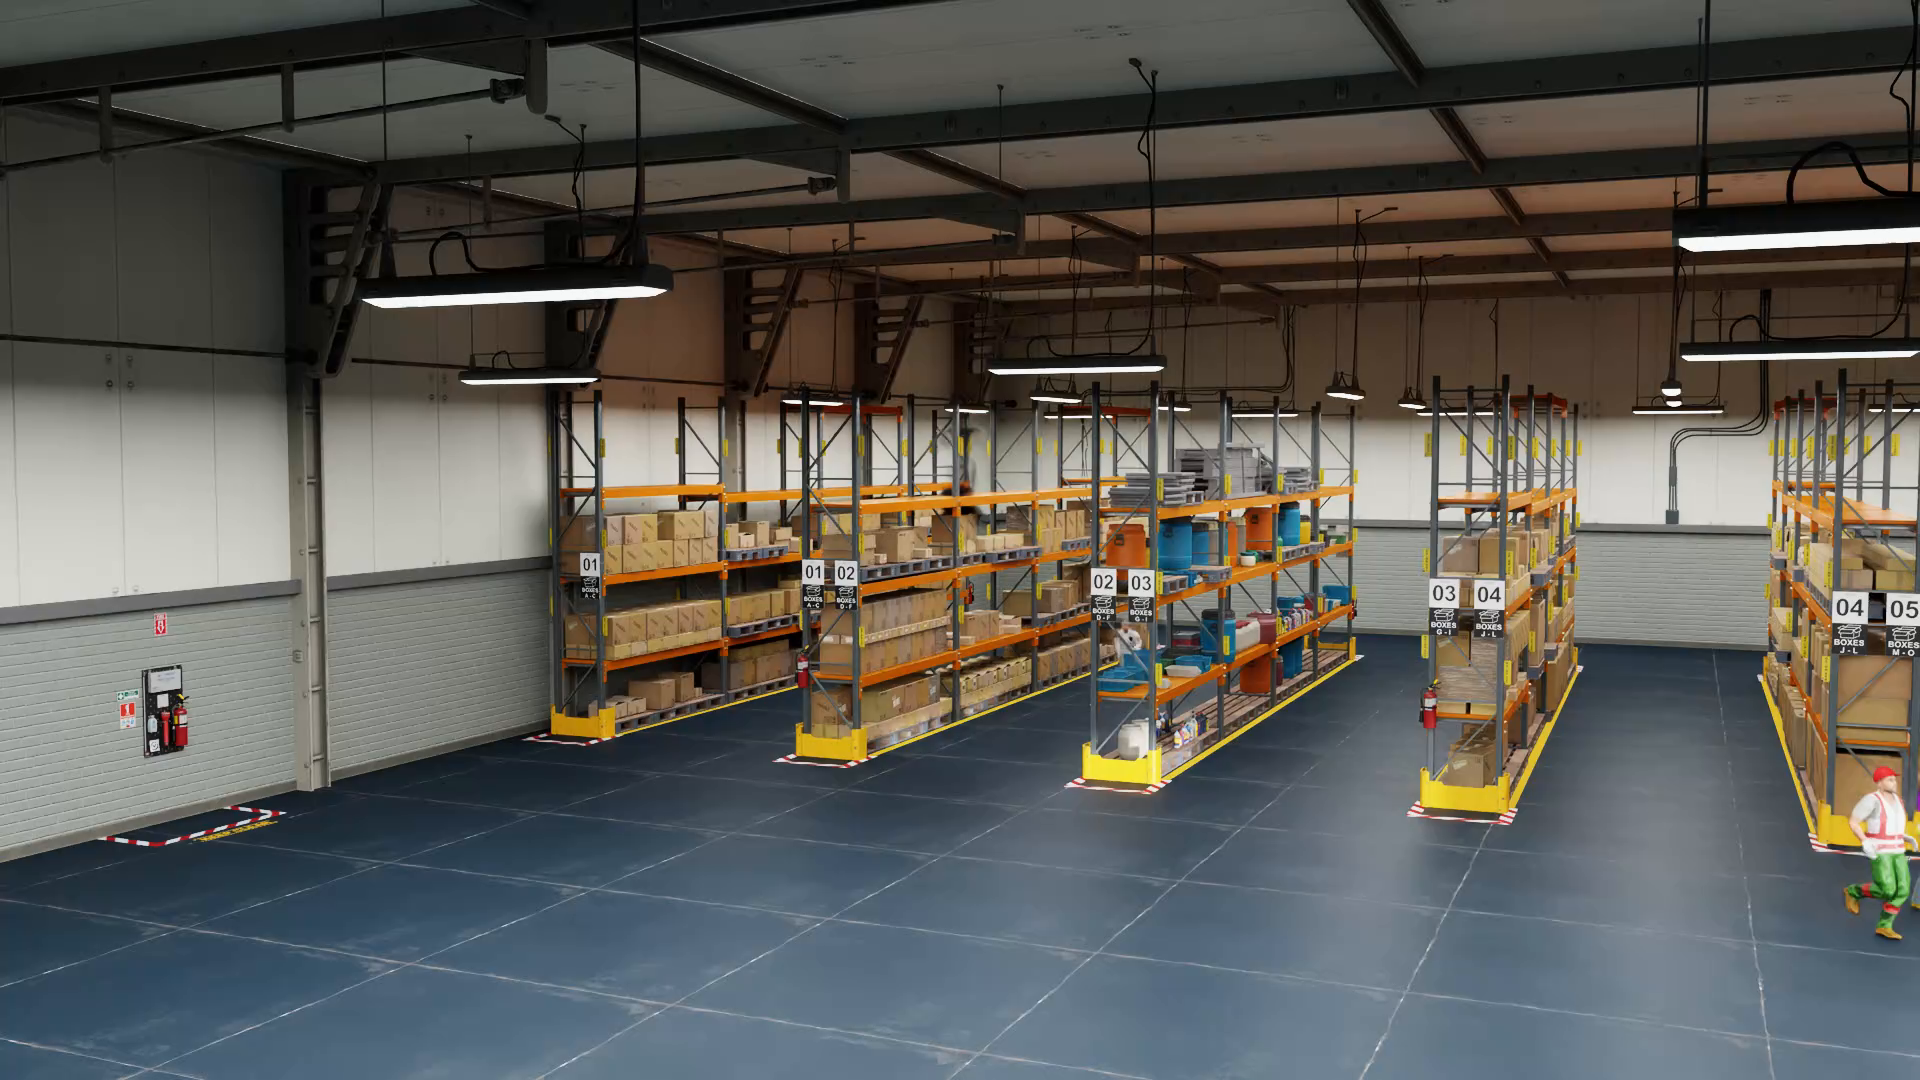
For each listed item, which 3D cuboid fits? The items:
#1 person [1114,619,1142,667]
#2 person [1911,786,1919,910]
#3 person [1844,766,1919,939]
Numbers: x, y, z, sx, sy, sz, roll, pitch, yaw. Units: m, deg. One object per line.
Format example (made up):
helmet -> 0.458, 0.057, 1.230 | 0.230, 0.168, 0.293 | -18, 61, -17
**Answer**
person -> 3.387, 2.363, 33.537 | 0.607, 1.619, 0.688 | 1, 3, 18
person -> 10.505, 3.147, 17.735 | 0.683, 1.714, 0.699 | -1, 3, -22
person -> 9.497, 3.193, 17.143 | 0.670, 1.740, 0.637 | -1, 3, -18
